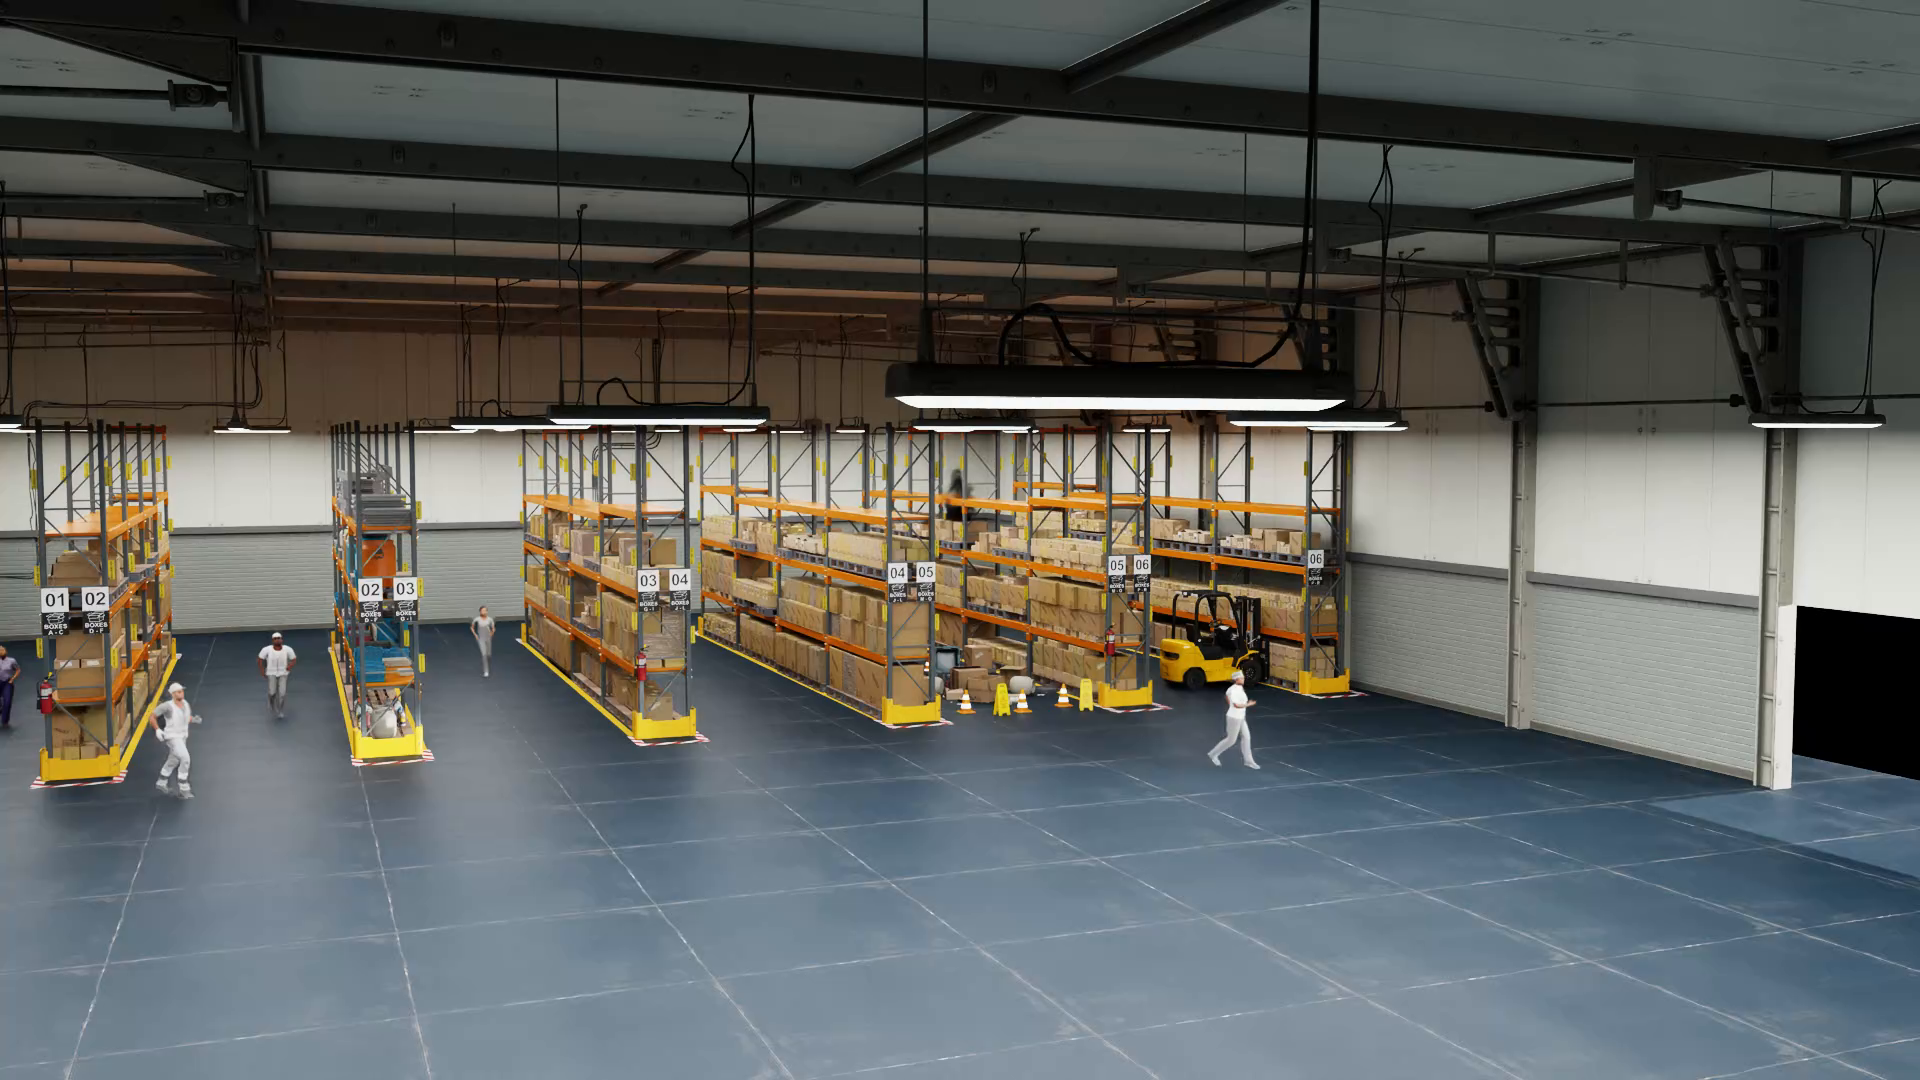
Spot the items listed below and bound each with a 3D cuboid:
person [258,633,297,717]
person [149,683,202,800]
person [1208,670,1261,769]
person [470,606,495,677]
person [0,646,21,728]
[{"bbox_3d":[-13.896,2.747,33.872,0.730,1.727,0.594,-2,4,-24],"label":"person"},{"bbox_3d":[-12.418,3.174,26.343,0.810,1.833,0.635,1,4,9],"label":"person"},{"bbox_3d":[4.715,3.068,28.540,0.901,1.702,0.604,1,4,19],"label":"person"},{"bbox_3d":[-11.425,2.409,39.864,0.574,1.658,0.752,-2,4,-27],"label":"person"},{"bbox_3d":[-18.892,2.889,32.843,0.607,1.599,0.648,-1,4,-23],"label":"person"}]
